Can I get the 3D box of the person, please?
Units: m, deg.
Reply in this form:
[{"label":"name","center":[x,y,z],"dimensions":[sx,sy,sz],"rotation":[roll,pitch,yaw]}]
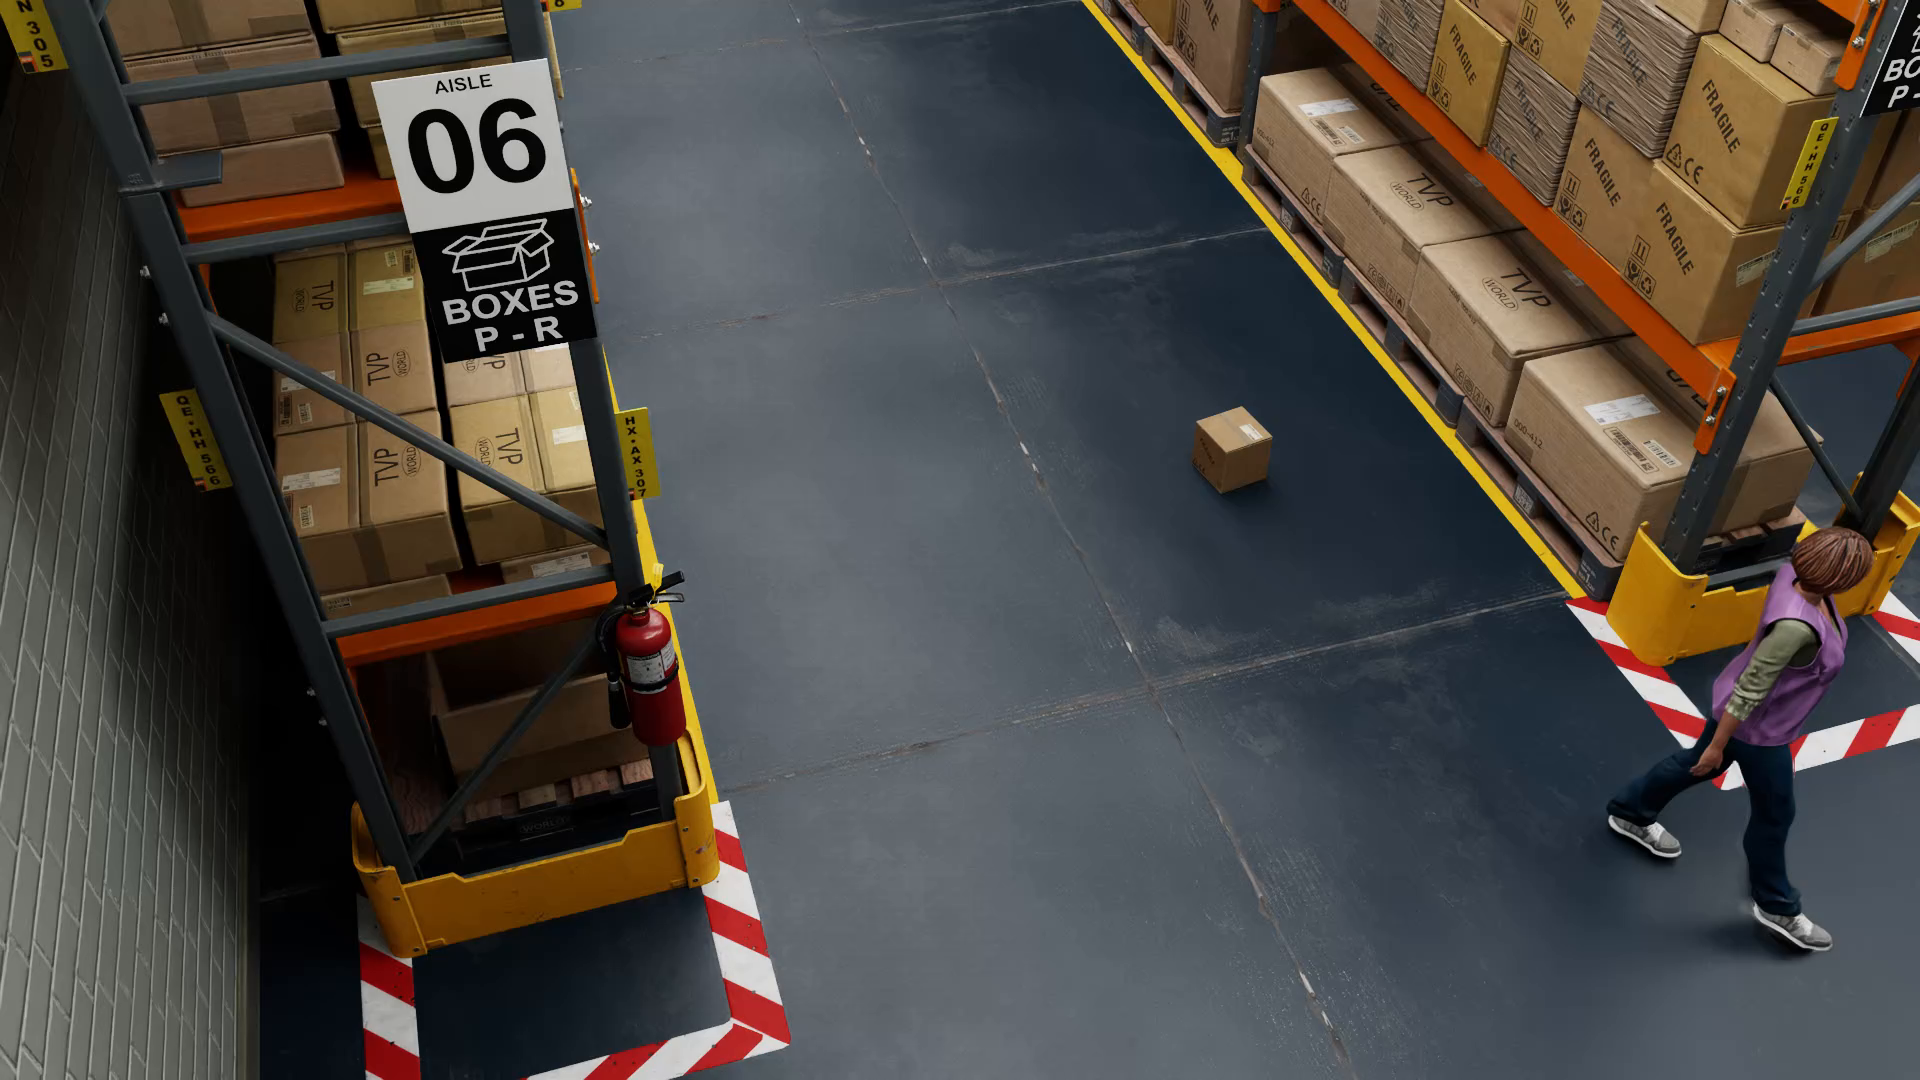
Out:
[{"label":"person","center":[2.731,0.615,5.497],"dimensions":[0.812,1.559,0.502],"rotation":[18,46,18]}]
